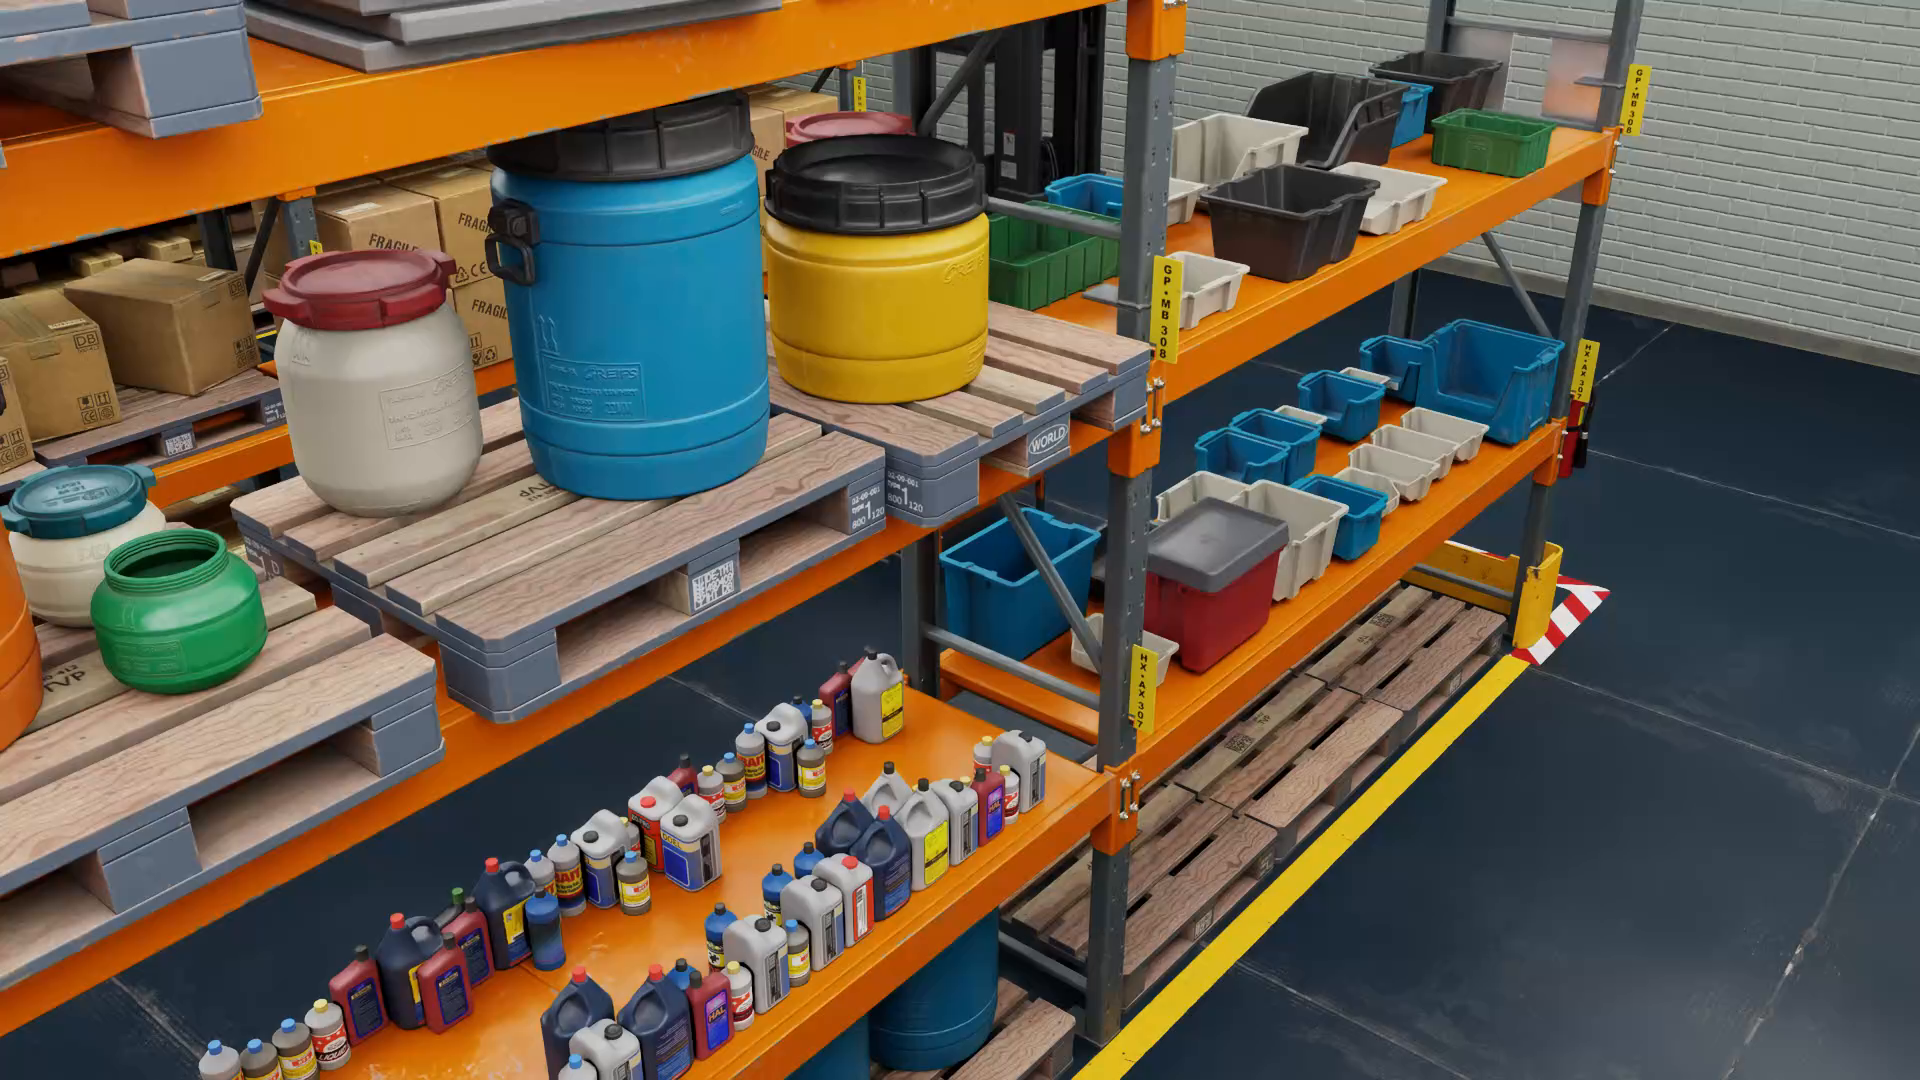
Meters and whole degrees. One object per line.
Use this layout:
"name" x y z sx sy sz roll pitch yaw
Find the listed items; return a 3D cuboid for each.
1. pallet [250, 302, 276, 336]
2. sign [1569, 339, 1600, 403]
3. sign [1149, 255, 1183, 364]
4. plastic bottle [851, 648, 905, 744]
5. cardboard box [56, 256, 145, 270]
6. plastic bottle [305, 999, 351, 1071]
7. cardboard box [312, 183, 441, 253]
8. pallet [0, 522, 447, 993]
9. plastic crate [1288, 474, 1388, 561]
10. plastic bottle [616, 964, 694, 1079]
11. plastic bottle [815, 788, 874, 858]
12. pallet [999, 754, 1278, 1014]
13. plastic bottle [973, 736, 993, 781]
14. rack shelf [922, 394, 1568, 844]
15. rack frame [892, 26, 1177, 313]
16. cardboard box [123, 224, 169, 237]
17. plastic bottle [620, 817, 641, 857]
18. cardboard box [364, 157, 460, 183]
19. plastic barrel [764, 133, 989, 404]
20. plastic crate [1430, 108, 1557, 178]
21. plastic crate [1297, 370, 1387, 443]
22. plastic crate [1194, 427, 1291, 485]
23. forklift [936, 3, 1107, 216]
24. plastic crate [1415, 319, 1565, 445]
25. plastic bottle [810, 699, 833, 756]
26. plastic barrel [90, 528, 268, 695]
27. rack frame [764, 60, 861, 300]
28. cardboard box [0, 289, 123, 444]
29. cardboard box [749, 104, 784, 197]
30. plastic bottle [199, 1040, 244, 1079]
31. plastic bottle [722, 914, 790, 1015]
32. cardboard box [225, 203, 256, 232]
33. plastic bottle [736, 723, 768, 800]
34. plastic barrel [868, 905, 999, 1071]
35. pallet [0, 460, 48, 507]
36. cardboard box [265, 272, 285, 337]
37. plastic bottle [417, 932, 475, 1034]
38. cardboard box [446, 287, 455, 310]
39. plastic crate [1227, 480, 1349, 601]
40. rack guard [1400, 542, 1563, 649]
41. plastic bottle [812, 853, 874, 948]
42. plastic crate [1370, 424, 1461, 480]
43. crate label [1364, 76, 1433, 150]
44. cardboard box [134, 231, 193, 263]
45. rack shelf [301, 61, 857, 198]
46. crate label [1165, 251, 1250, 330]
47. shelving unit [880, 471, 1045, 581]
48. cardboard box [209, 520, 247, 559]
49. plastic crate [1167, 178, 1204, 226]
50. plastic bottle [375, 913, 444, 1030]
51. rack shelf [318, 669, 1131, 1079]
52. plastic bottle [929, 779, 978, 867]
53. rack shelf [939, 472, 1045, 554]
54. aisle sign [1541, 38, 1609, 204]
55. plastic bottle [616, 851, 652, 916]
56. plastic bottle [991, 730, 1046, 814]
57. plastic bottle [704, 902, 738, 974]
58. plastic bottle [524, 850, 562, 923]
"pallet" -6.122 -1.863 13.622 1.003 0.211 1.213 21 34 34
"sign" 3.182 -0.861 8.472 0.100 0.325 0.005 21 34 34
"sign" 0.626 -0.700 5.065 0.100 0.325 0.005 21 34 34
"plastic bottle" -0.297 0.541 5.993 0.144 0.351 0.185 21 34 34
"cardboard box" -6.565 -1.909 12.940 0.700 0.500 0.500 20 34 34
"plastic bottle" -1.746 1.354 4.584 0.097 0.201 0.097 0 27 0
"cardboard box" -3.100 -1.548 8.780 0.500 0.500 0.500 22 34 36
"pallet" -1.779 0.402 3.150 1.003 0.211 1.213 21 34 34
"plastic crate" 1.639 -0.093 7.282 0.416 0.233 0.300 21 34 34
"plastic bottle" -0.830 1.309 4.509 0.144 0.351 0.185 21 34 34
"plastic bottle" -0.358 0.942 5.219 0.144 0.351 0.185 21 34 34
"pallet" 0.641 1.441 7.234 1.003 0.211 1.213 21 34 34
"plastic bottle" 0.094 0.767 5.718 0.097 0.201 0.097 0 27 0
"rack shelf" 1.475 0.085 7.604 1.077 0.370 4.000 21 34 34
"rack frame" 0.203 -2.190 4.689 1.000 3.000 0.127 21 34 34
"cardboard box" -6.470 -2.397 13.177 0.380 0.149 0.250 21 34 35
"plastic bottle" -1.069 0.977 5.313 0.097 0.201 0.097 0 27 0
"cardboard box" -3.171 -1.900 9.462 0.500 0.500 0.500 20 33 33
"plastic barrel" -0.221 -0.745 4.499 0.600 0.588 0.600 0 27 0
"plastic crate" 2.340 -1.749 7.331 0.450 0.188 0.336 21 34 34
"plastic crate" 1.917 -0.671 8.400 0.416 0.233 0.300 21 34 34
"plastic crate" 1.308 -0.331 7.743 0.416 0.233 0.300 21 34 34
"forklift" 0.261 -2.913 12.690 3.031 2.935 1.130 22 35 36
"plastic crate" 2.678 -0.813 8.452 0.616 0.435 0.499 21 34 34
"plastic bottle" -0.504 0.662 5.922 0.097 0.201 0.097 0 27 0
"plastic barrel" -1.490 0.135 3.173 0.294 0.245 0.294 0 27 0
"rack frame" -1.073 -2.393 11.610 1.000 3.000 0.127 21 34 34
"cardboard box" -4.479 -0.840 8.044 0.500 0.500 0.700 -22 35 -36
"cardboard box" -1.464 -2.463 10.550 0.500 0.500 0.500 22 34 36
"plastic bottle" -1.931 1.426 4.368 0.097 0.271 0.097 0 27 0
"plastic bottle" -0.585 1.202 4.796 0.152 0.276 0.135 21 34 34
"cardboard box" -5.983 -2.670 13.704 0.380 0.149 0.250 21 34 35
"plastic bottle" -0.713 0.747 5.681 0.097 0.271 0.097 0 27 0
"plastic barrel" -0.156 1.408 6.090 0.600 0.901 0.708 21 34 34
"pallet" -4.928 -0.162 7.507 1.003 0.211 1.213 21 34 34
"cardboard box" -3.497 -1.271 9.333 0.500 0.500 0.500 21 34 35
"plastic bottle" -1.457 1.248 4.700 0.061 0.283 0.133 21 34 34
"cardboard box" -3.082 -1.120 9.041 0.500 0.500 0.500 22 34 36
"plastic crate" 1.316 0.013 7.024 0.437 0.282 0.530 21 34 34
"rack guard" 2.752 0.154 9.407 1.175 0.500 0.348 21 34 34
"plastic bottle" -0.352 1.072 5.048 0.152 0.276 0.135 21 34 34
"plastic crate" 2.173 -0.412 8.004 0.396 0.136 0.243 21 34 34
"crate label" 1.911 -1.977 7.704 0.408 0.251 0.502 21 34 34
"cardboard box" -6.196 -2.274 12.938 0.380 0.149 0.250 20 33 33
"rack shelf" -2.345 -2.696 9.716 1.077 0.370 4.000 21 34 34
"crate label" 0.737 -0.830 5.611 0.293 0.136 0.466 21 34 34
"shelving unit" 0.004 -0.502 9.996 0.538 1.125 1.048 21 34 34
"cardboard box" -3.710 0.199 8.842 0.500 0.500 0.500 21 34 34
"plastic crate" 0.718 -1.303 6.526 0.293 0.136 0.466 21 34 34
"plastic bottle" -1.553 1.197 4.725 0.144 0.351 0.185 21 34 34
"rack shelf" -1.069 1.503 4.862 1.077 0.370 4.000 21 34 34
"plastic bottle" -0.031 0.894 5.393 0.152 0.276 0.135 21 34 34
"rack shelf" 0.004 -0.285 10.109 0.538 0.278 1.000 21 34 34
"aisle sign" 3.019 -2.038 8.096 0.394 0.787 0.004 21 34 34
"plastic bottle" -1.014 1.056 5.160 0.097 0.201 0.097 0 27 0
"plastic bottle" 0.202 0.764 5.644 0.152 0.276 0.135 21 34 34
"plastic bottle" -0.693 1.174 4.855 0.097 0.271 0.097 0 27 0
"plastic bottle" -1.279 1.063 5.071 0.097 0.271 0.097 0 27 0
